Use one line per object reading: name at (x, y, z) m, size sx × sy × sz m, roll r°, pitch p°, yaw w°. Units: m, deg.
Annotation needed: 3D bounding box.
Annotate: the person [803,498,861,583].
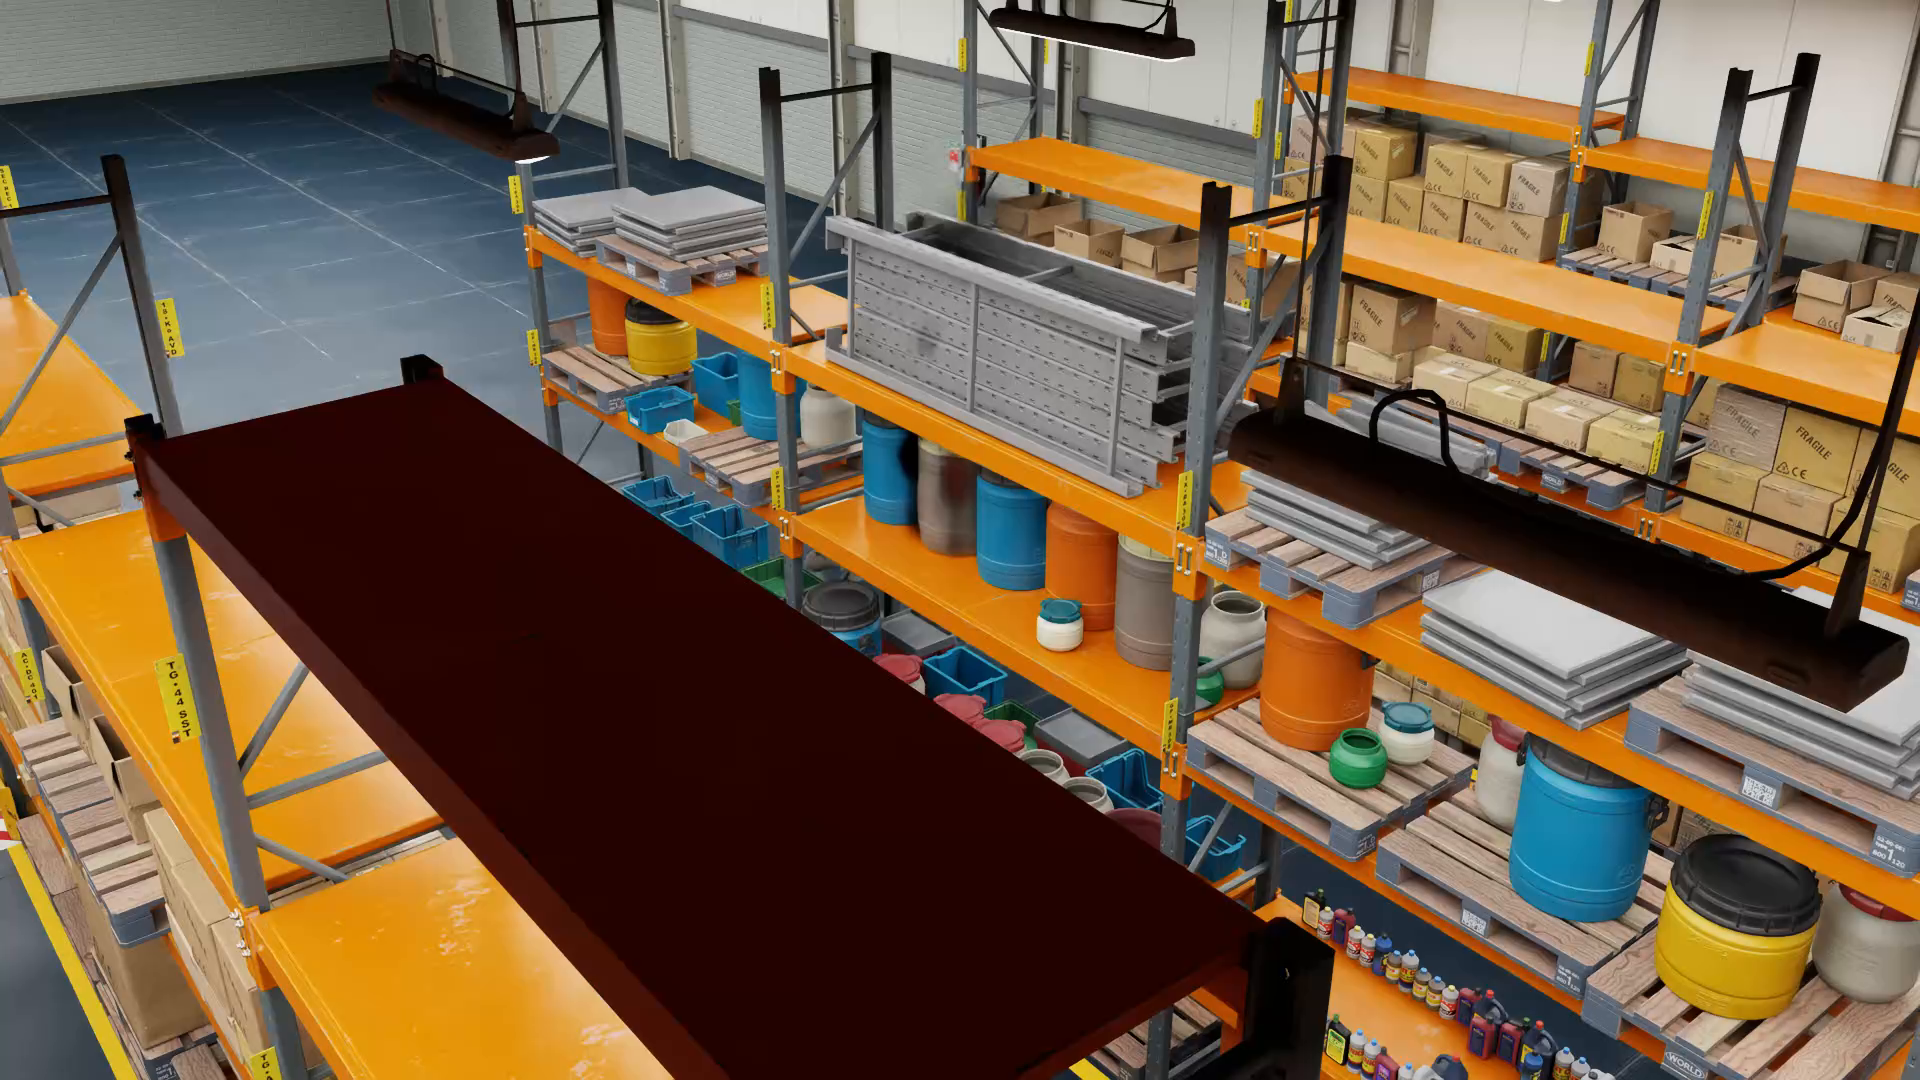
person at (-1.184, 0.136, 16.123) m, size 0.593 × 1.642 × 0.892 m, roll -21°, pitch 33°, yaw -36°
